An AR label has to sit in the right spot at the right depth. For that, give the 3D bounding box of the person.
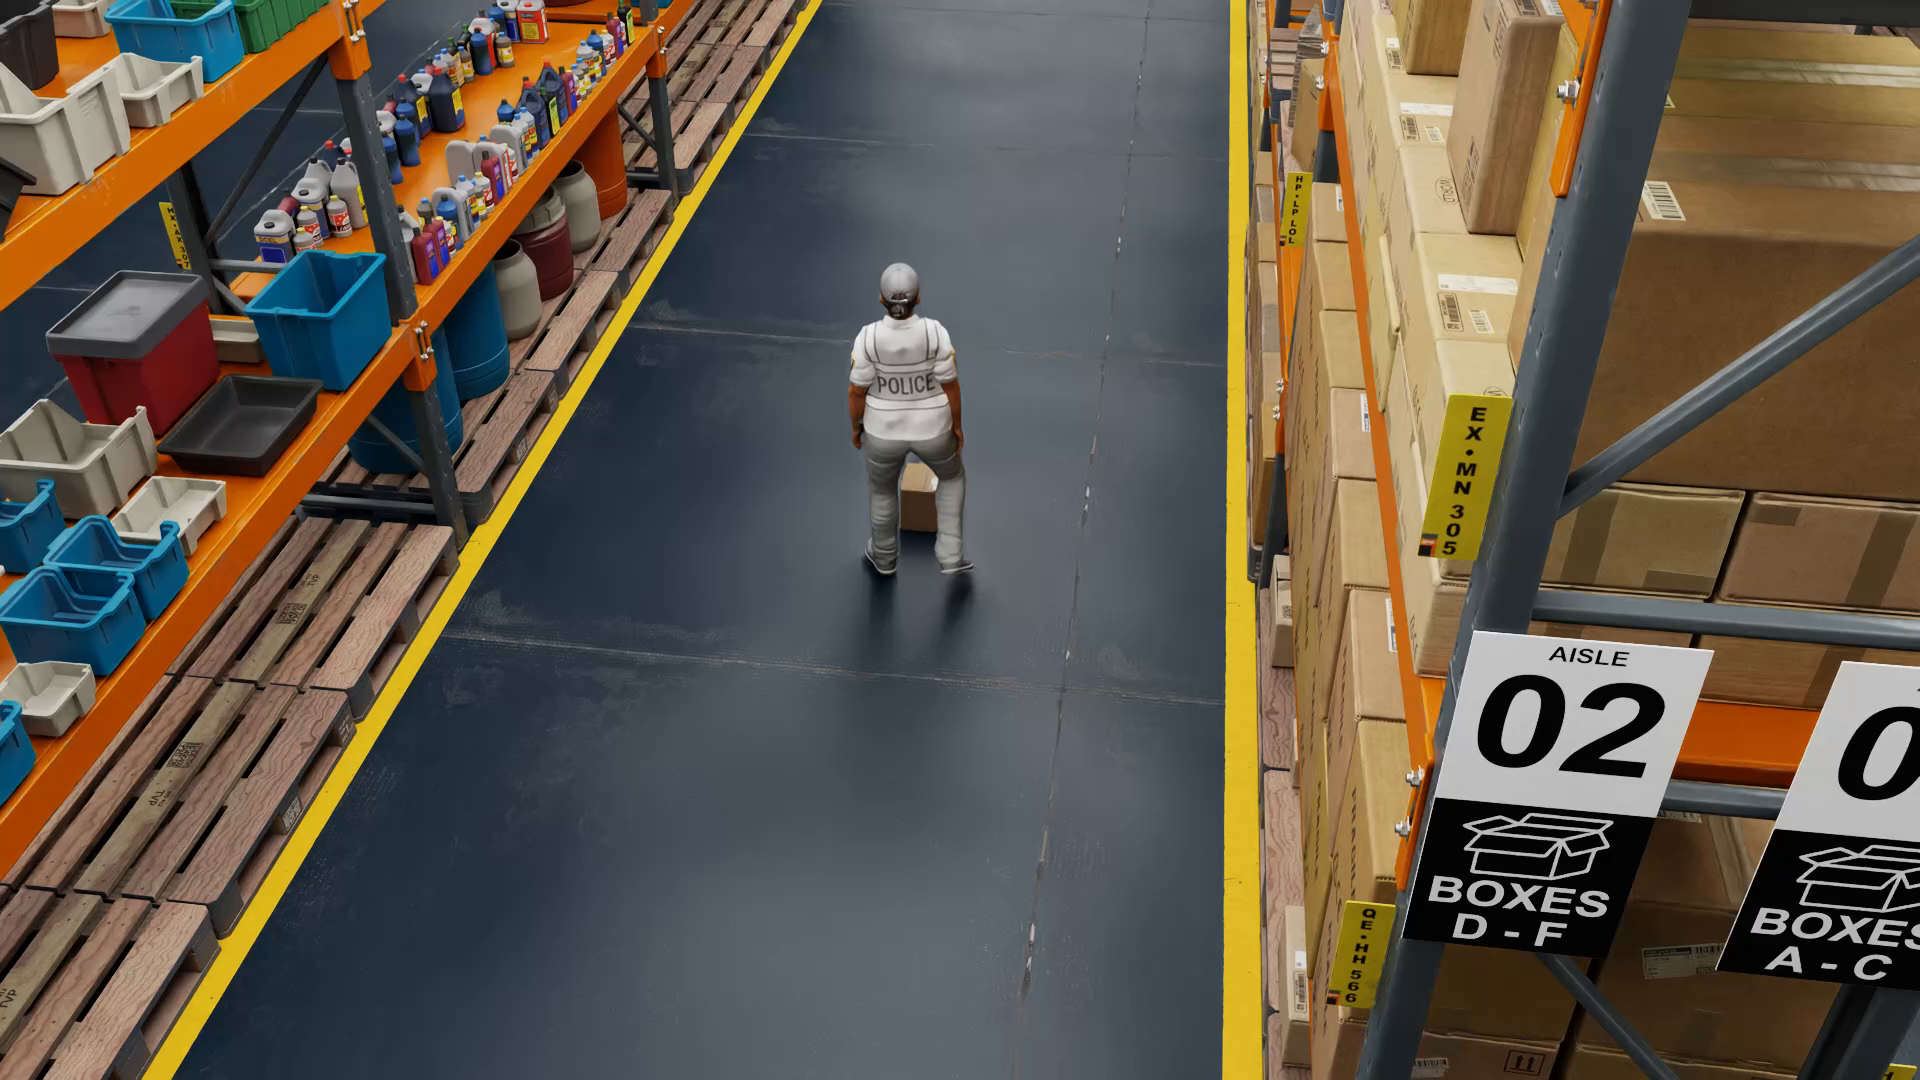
[{"bbox_3d":[-0.225,-0.523,7.714,0.573,1.668,0.486,-3,36,-4],"label":"person"}]
